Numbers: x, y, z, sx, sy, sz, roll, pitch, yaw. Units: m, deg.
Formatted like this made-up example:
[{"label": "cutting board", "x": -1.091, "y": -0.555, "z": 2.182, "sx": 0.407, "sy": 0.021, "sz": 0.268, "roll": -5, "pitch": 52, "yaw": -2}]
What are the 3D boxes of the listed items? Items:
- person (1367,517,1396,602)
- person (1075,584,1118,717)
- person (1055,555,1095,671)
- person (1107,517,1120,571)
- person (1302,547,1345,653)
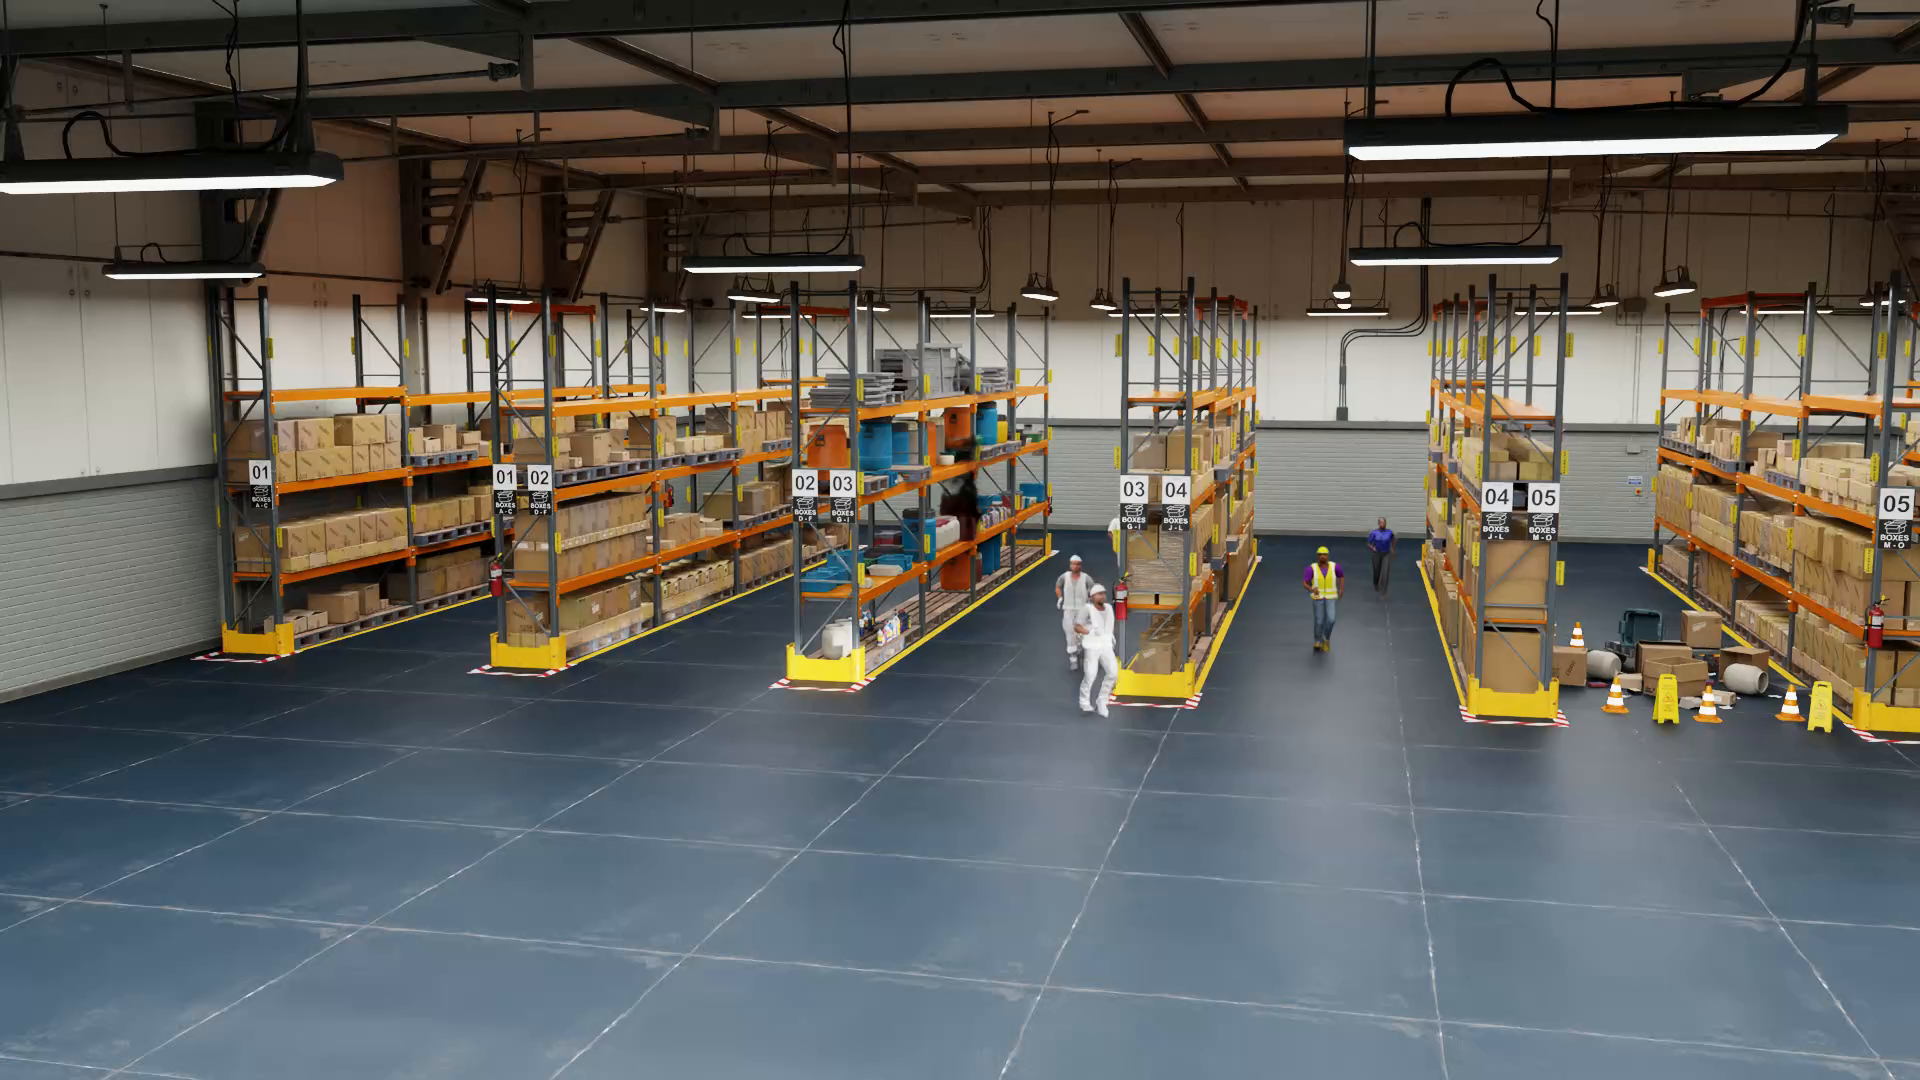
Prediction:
[{"label": "person", "x": 8.437, "y": 0.362, "z": 33.314, "sx": 0.586, "sy": 1.653, "sz": 0.904, "roll": 1, "pitch": 7, "yaw": 9}, {"label": "person", "x": 1.903, "y": 1.513, "z": 22.771, "sx": 0.685, "sy": 1.805, "sz": 0.627, "roll": -3, "pitch": 7, "yaw": -23}, {"label": "person", "x": 1.816, "y": 1.121, "z": 26.278, "sx": 0.655, "sy": 1.777, "sz": 0.864, "roll": 1, "pitch": 7, "yaw": 7}, {"label": "person", "x": 3.310, "y": 0.140, "z": 33.186, "sx": 0.757, "sy": 1.737, "sz": 0.541, "roll": 1, "pitch": 7, "yaw": 8}, {"label": "person", "x": 6.010, "y": 0.985, "z": 27.491, "sx": 0.699, "sy": 1.760, "sz": 0.665, "roll": 1, "pitch": 7, "yaw": 9}]
